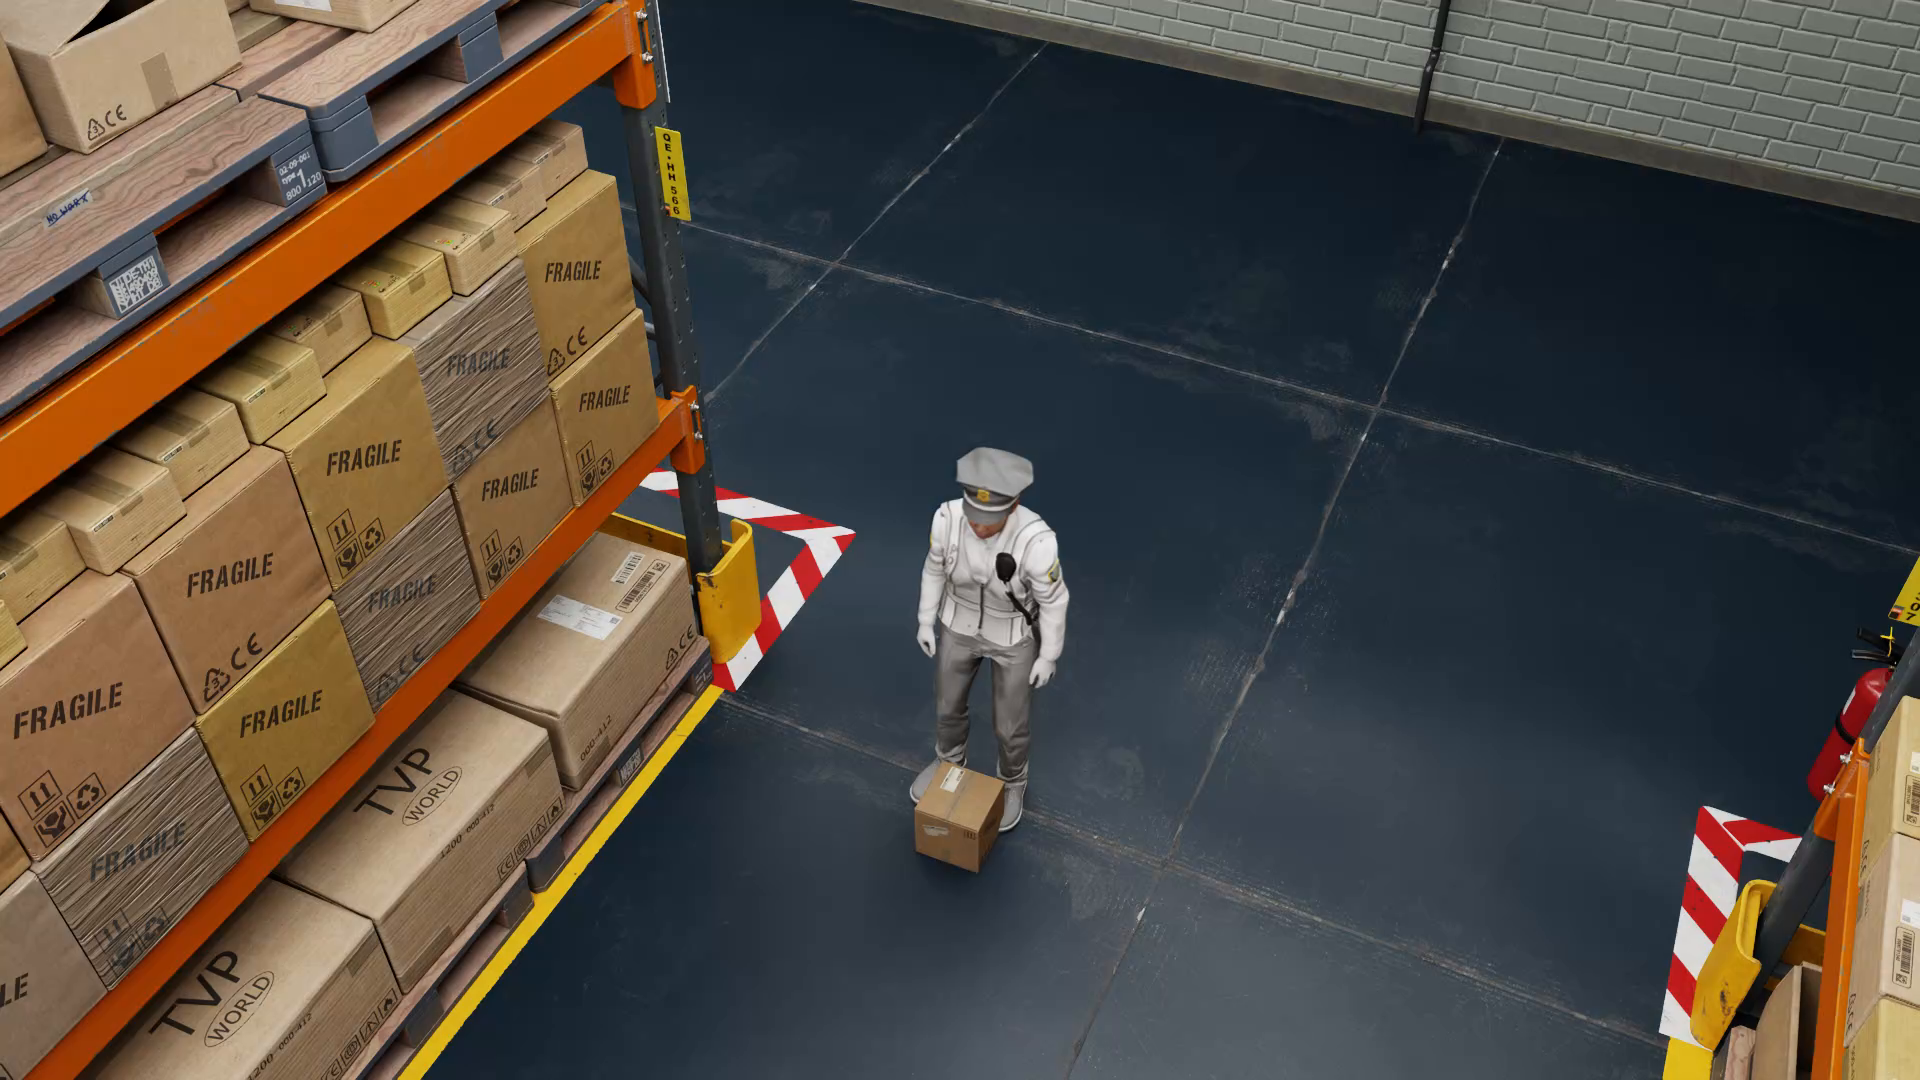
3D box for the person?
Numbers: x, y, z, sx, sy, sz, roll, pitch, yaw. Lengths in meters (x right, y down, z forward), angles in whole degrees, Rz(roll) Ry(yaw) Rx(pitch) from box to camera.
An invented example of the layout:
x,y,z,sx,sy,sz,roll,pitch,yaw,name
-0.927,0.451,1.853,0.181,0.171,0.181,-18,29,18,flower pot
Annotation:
x,y,z,sx,sy,sz,roll,pitch,yaw,name
0.100,0.342,5.782,0.536,1.662,0.373,15,44,16,person
